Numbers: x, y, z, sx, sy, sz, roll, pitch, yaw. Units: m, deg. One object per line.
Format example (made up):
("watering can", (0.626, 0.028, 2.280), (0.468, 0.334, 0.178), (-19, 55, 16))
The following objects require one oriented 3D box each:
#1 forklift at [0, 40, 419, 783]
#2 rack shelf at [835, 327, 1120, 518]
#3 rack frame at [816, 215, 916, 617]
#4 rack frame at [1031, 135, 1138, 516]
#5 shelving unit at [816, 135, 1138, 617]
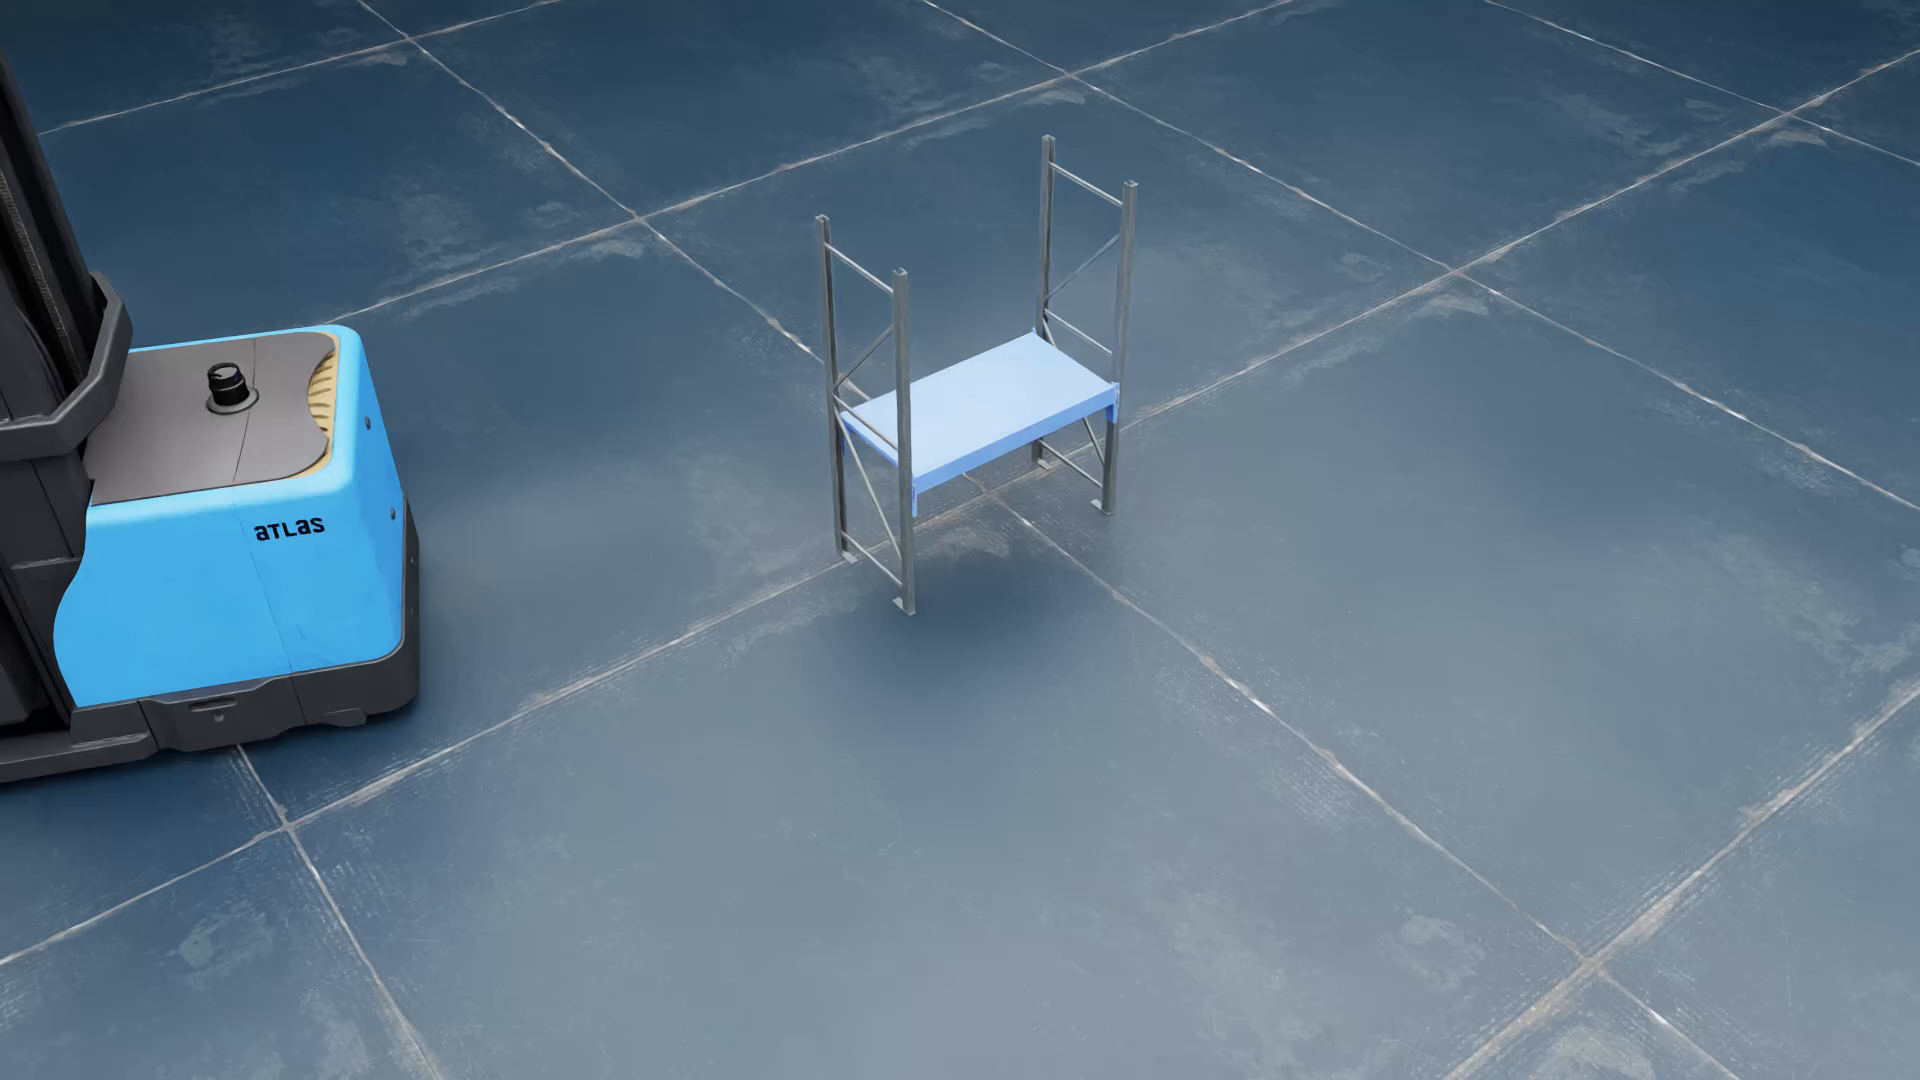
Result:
("forklift", (-3.522, -0.576, 5.141), (3.031, 2.935, 1.130), (-9, 40, -11))
("rack shelf", (0.068, -0.474, 6.429), (1.000, 0.185, 0.538), (-26, 46, -28))
("rack frame", (-0.335, -0.416, 6.075), (0.032, 1.500, 0.500), (-26, 46, -28))
("rack frame", (0.471, -0.809, 6.554), (0.032, 1.500, 0.500), (-26, 46, -28))
("shelving unit", (0.068, -0.613, 6.315), (1.048, 1.500, 0.538), (-26, 46, -28))
